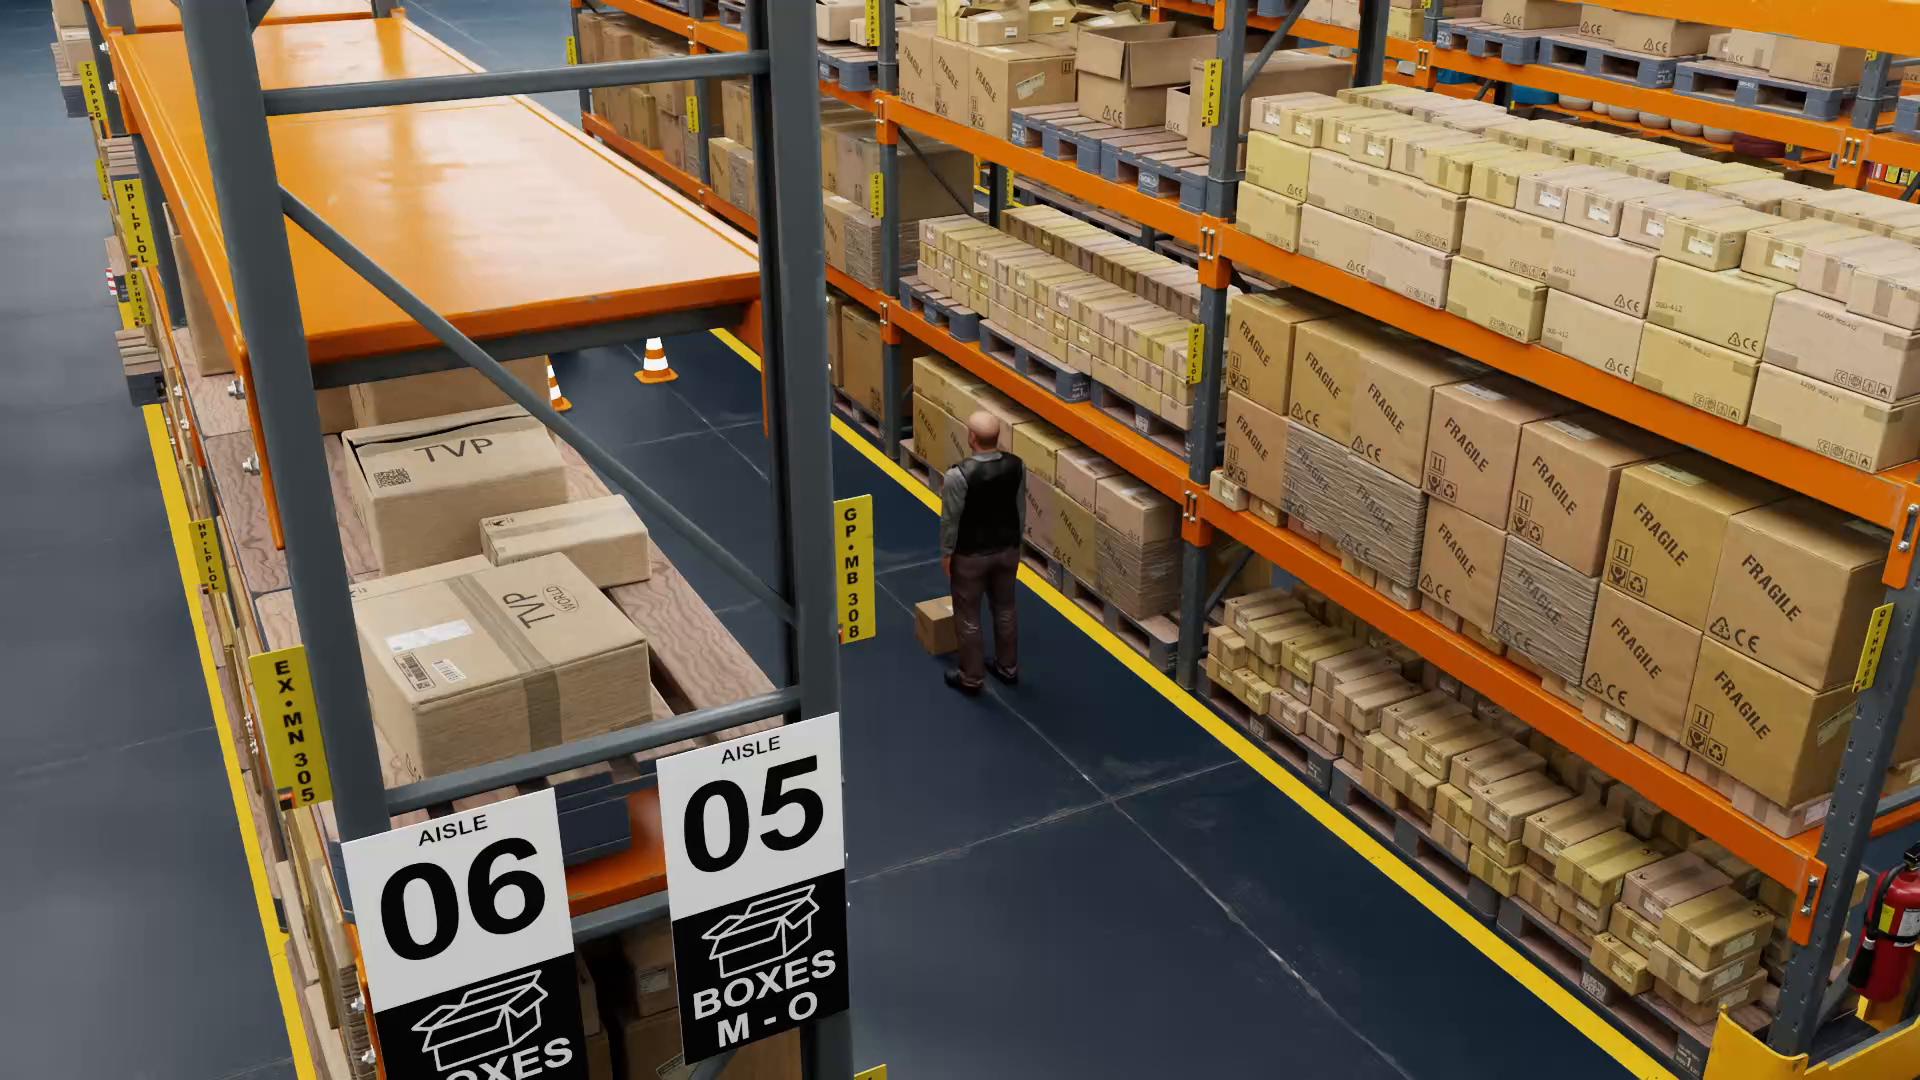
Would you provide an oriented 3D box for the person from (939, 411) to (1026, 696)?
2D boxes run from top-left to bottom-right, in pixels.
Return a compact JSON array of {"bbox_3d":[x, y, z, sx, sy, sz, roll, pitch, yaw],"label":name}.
[{"bbox_3d":[0.118,0.064,9.534,0.532,1.721,0.355,-12,28,-24],"label":"person"}]
